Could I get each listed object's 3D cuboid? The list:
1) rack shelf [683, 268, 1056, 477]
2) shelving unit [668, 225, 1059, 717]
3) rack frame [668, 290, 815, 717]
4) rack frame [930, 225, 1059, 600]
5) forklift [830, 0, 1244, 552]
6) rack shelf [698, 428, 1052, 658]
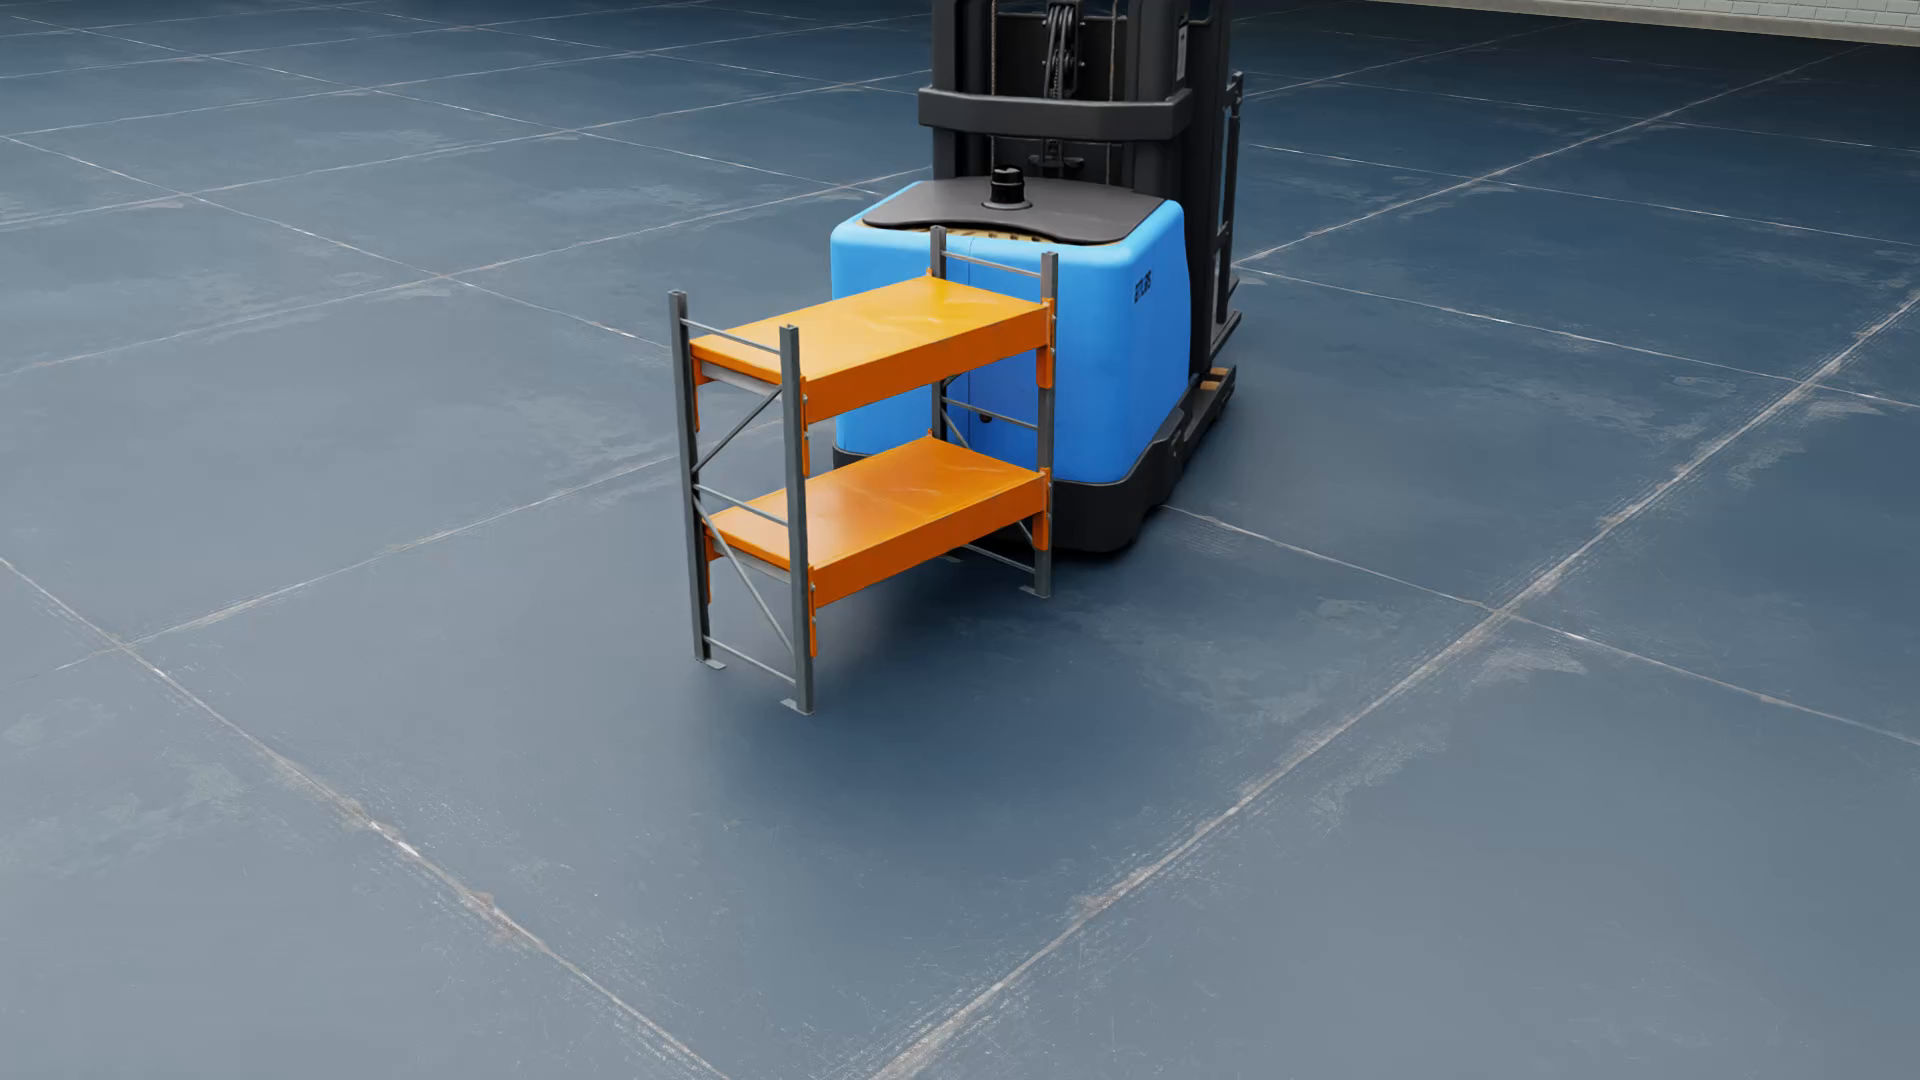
[{"bbox_3d":[-0.250,-0.511,4.799,0.538,0.278,1.000,21,32,39],"label":"rack shelf"},{"bbox_3d":[-0.250,-0.244,4.918,0.538,1.125,1.048,21,32,39],"label":"shelving unit"},{"bbox_3d":[-0.599,-0.092,4.581,0.500,1.125,0.032,21,32,39],"label":"rack frame"},{"bbox_3d":[0.098,-0.395,5.256,0.500,1.125,0.032,21,32,39],"label":"rack frame"},{"bbox_3d":[0.527,-1.874,6.348,1.130,2.935,3.031,8,25,18],"label":"forklift"},{"bbox_3d":[-0.250,-0.021,5.019,0.538,0.278,1.000,21,32,39],"label":"rack shelf"}]
